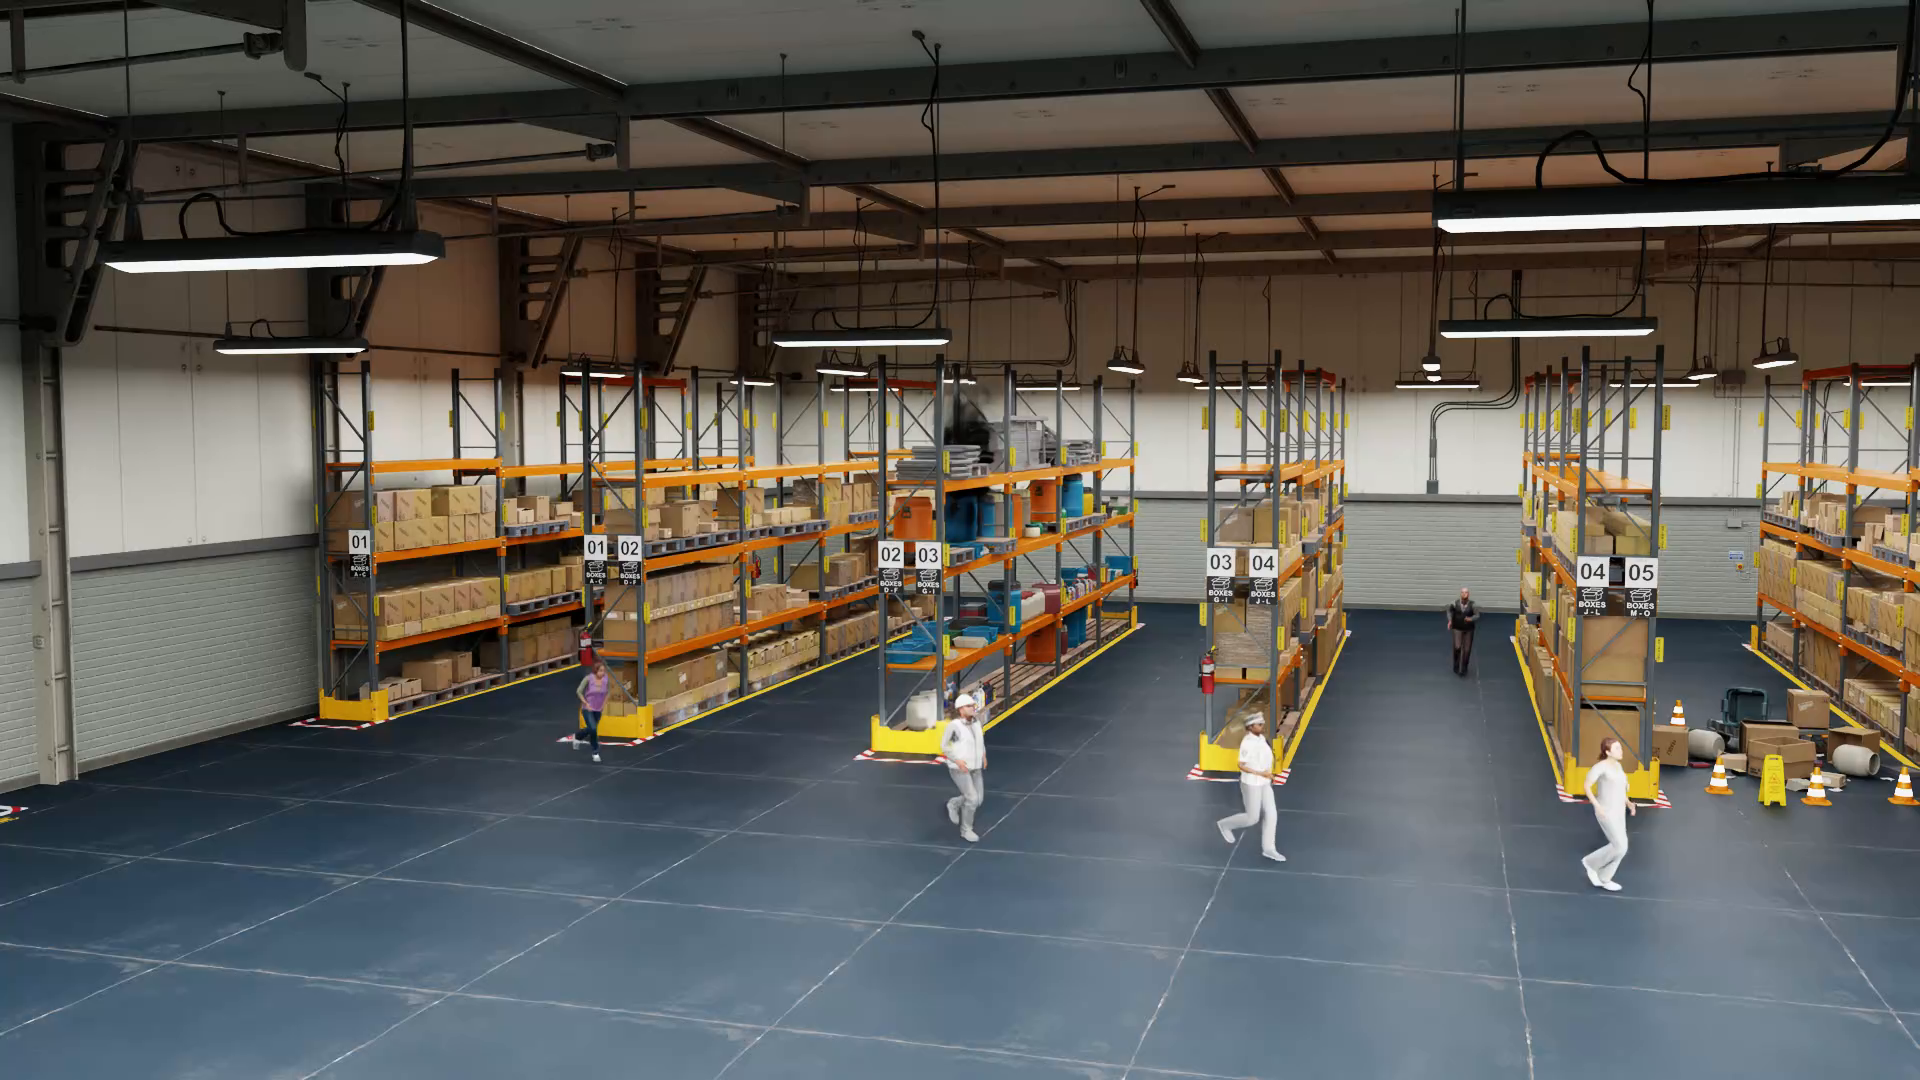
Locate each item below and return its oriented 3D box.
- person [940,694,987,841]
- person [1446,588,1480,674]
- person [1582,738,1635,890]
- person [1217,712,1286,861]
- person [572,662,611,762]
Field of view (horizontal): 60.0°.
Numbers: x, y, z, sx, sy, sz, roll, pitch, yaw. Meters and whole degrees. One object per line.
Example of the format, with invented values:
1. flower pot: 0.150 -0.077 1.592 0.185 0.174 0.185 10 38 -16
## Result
1. person: 0.023 2.711 20.035 0.641 1.733 0.687 4 6 44
2. person: 9.929 1.800 32.830 0.639 1.700 0.670 1 4 15
3. person: 6.933 2.919 17.752 0.569 1.633 0.512 -3 5 -36
4. person: 3.375 2.801 19.107 0.851 1.692 0.579 4 5 41
5. person: -5.475 2.519 24.647 0.541 1.519 0.869 -3 5 -36
